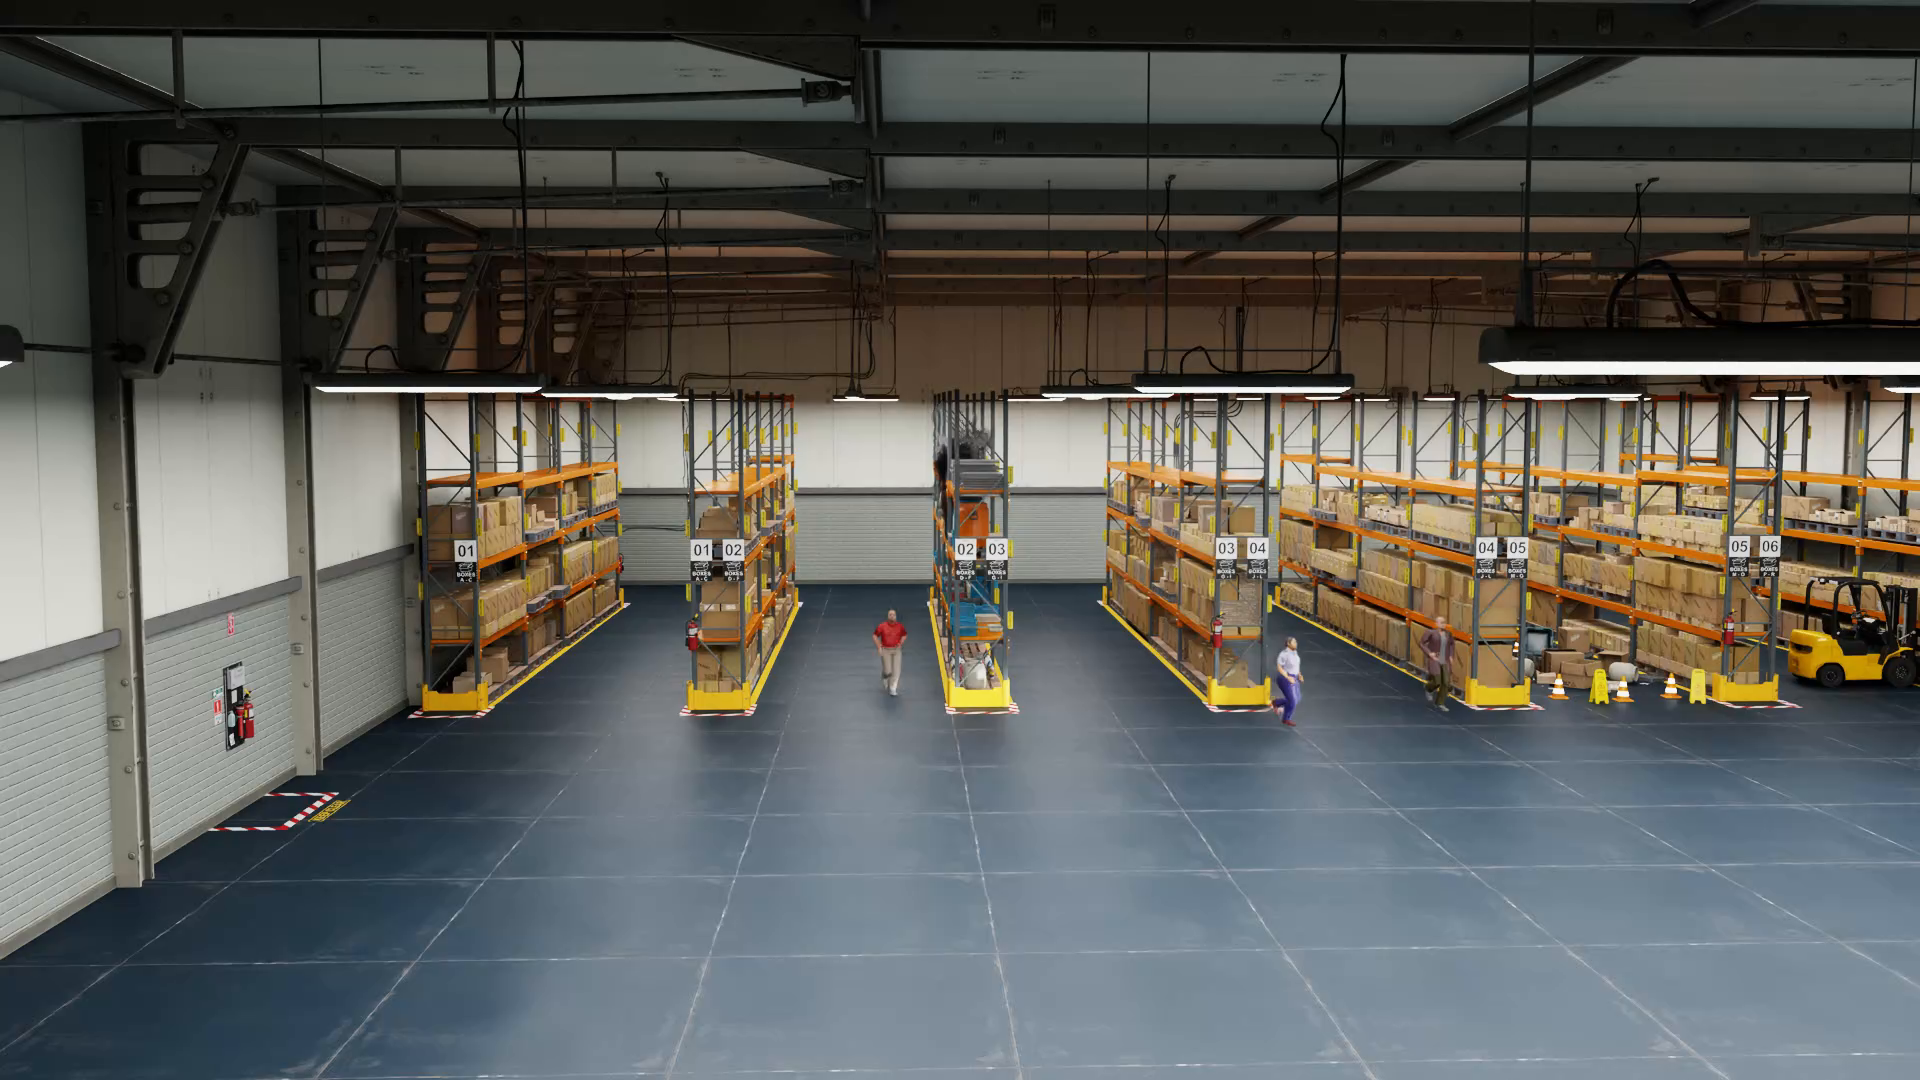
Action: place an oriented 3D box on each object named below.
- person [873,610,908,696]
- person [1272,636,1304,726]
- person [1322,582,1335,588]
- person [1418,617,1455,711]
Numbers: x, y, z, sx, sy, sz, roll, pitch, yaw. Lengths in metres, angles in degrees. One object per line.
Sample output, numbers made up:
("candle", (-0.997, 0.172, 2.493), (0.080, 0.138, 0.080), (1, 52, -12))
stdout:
("person", (-1.358, 2.208, 32.805), (0.679, 1.678, 0.619), (-1, 5, -15))
("person", (5.823, 2.516, 29.789), (0.562, 1.587, 0.591), (3, 6, 37))
("person", (10.797, 0.859, 48.933), (0.645, 1.751, 0.805), (-3, 5, -31))
("person", (9.010, 2.313, 31.342), (0.753, 1.760, 0.715), (-1, 5, -11))
